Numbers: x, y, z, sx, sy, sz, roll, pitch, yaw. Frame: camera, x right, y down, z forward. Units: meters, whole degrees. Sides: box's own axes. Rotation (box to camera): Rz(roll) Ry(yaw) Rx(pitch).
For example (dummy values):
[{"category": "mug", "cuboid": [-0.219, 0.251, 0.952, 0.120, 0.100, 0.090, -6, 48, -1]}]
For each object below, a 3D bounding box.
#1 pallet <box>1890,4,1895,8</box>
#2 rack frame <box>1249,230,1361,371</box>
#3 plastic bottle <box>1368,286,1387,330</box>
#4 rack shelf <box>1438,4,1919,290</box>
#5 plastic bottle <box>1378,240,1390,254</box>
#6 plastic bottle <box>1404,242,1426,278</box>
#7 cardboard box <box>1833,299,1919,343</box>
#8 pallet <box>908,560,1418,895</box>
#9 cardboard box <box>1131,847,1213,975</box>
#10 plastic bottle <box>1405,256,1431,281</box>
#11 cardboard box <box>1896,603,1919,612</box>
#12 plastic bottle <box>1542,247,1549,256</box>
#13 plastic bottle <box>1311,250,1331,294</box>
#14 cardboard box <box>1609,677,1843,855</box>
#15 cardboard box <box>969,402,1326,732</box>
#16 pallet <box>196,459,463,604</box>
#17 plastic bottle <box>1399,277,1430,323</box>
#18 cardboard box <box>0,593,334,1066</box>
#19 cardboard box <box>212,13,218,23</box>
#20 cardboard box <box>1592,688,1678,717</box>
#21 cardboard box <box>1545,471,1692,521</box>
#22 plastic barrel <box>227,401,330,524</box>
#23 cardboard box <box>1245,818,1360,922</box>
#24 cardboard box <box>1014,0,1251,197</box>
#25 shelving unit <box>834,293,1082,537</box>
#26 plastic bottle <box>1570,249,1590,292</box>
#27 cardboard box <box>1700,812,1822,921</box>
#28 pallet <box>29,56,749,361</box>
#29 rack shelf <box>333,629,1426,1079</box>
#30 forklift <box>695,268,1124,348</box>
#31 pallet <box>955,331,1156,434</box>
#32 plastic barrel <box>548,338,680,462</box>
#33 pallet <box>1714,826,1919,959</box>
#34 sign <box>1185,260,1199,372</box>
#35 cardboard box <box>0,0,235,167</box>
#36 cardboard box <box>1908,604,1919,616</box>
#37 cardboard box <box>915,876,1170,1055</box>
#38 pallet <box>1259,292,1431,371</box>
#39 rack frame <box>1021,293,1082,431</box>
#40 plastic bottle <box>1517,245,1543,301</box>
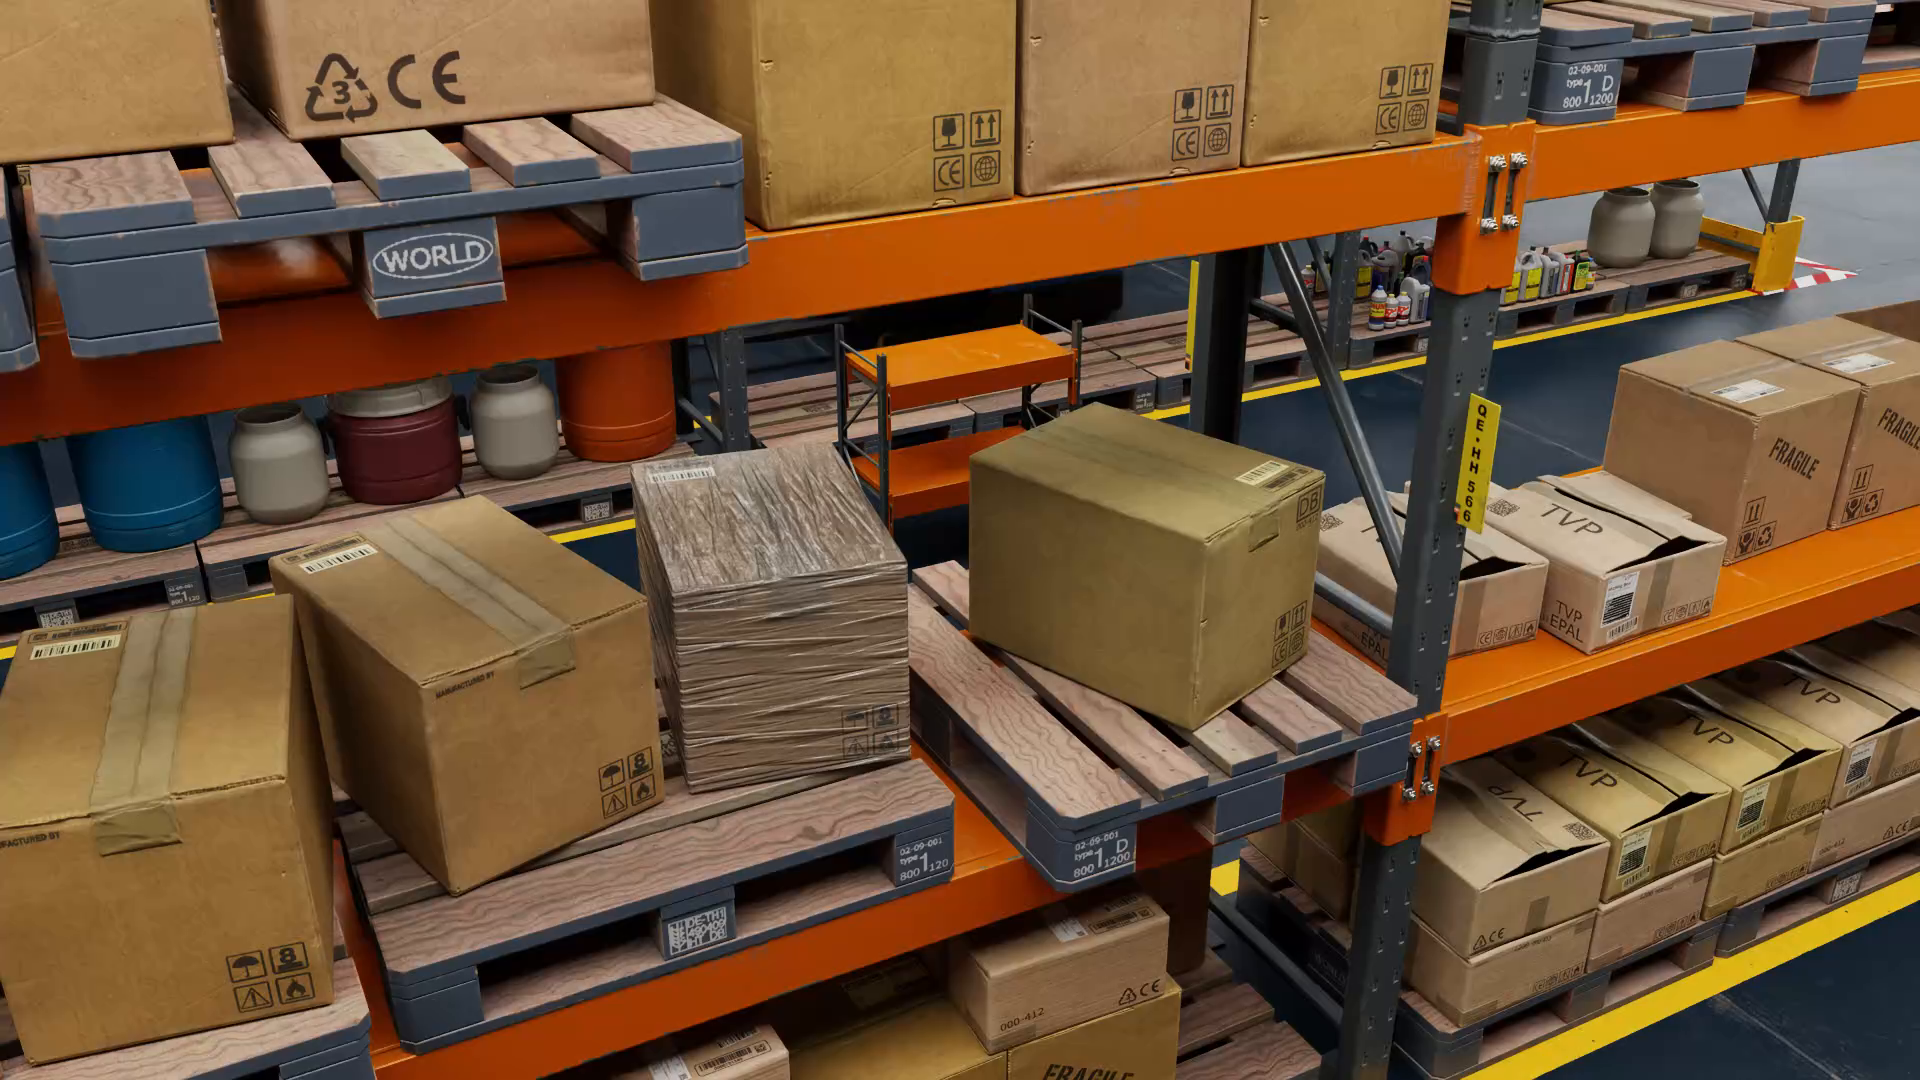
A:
[{"category": "pallet", "cuboid": [3.705, -1.793, 5.274, 1.217, 0.209, 0.805, -14, 29, -27]}, {"category": "rack frame", "cuboid": [2.150, -2.604, 10.208, 0.127, 3.000, 1.000, -13, 29, -25]}, {"category": "plastic bottle", "cuboid": [2.637, -1.470, 10.490, 0.097, 0.271, 0.097, 0, 26, 0]}, {"category": "rack shelf", "cuboid": [2.712, -1.332, 4.924, 4.000, 0.370, 1.077, -13, 29, -25]}, {"category": "plastic bottle", "cuboid": [2.876, -1.907, 11.387, 0.133, 0.283, 0.061, -11, 28, -22]}, {"category": "plastic bottle", "cuboid": [3.107, -1.890, 11.351, 0.133, 0.283, 0.061, -13, 29, -25]}, {"category": "cardboard box", "cuboid": [3.327, -0.499, 5.708, 0.500, 0.500, 0.500, -11, 28, -21]}, {"category": "pallet", "cuboid": [0.383, 0.355, 4.267, 1.003, 0.211, 1.213, -13, 29, -25]}, {"category": "cardboard box", "cuboid": [0.412, 1.015, 5.049, 0.500, 0.500, 0.500, -12, 28, -23]}, {"category": "plastic bottle", "cuboid": [2.989, -1.669, 10.813, 0.185, 0.351, 0.144, -13, 29, -25]}, {"category": "cardboard box", "cuboid": [3.551, 0.175, 6.464, 0.500, 0.311, 0.500, -13, 29, -26]}, {"category": "plastic bottle", "cuboid": [3.979, -1.851, 11.269, 0.133, 0.283, 0.061, -13, 29, -25]}, {"category": "plastic bottle", "cuboid": [2.419, -1.802, 11.167, 0.133, 0.283, 0.061, -11, 28, -23]}, {"category": "cardboard box", "cuboid": [2.459, 0.693, 5.385, 0.500, 0.311, 0.500, -14, 29, -26]}, {"category": "cardboard box", "cuboid": [0.445, 0.040, 4.100, 0.700, 0.500, 0.500, 22, 33, 38]}, {"category": "pallet", "cuboid": [-3.131, -0.109, 8.233, 1.213, 0.211, 1.003, -13, 29, -25]}, {"category": "plastic bottle", "cuboid": [2.909, -1.548, 10.648, 0.135, 0.276, 0.152, -12, 28, -23]}, {"category": "cardboard box", "cuboid": [-1.482, 0.508, 3.125, 0.500, 0.500, 0.700, -8, 27, -17]}, {"category": "cardboard box", "cuboid": [-5.172, -3.519, 11.999, 0.500, 0.500, 0.500, -14, 29, -26]}, {"category": "cardboard box", "cuboid": [2.196, 0.490, 5.808, 0.500, 0.311, 0.500, -13, 29, -25]}, {"category": "cardboard box", "cuboid": [2.046, -0.065, 5.209, 0.250, 0.149, 0.380, -11, 28, -21]}, {"category": "plastic barrel", "cuboid": [-3.256, -0.372, 7.948, 0.421, 0.512, 0.421, 0, 26, 0]}, {"category": "cardboard box", "cuboid": [1.297, 0.953, 5.491, 0.500, 0.250, 0.500, -12, 28, -24]}, {"category": "cardboard box", "cuboid": [0.129, -1.088, 3.470, 0.500, 0.500, 0.910, -13, 29, -25]}, {"category": "shelving unit", "cuboid": [-0.006, -0.506, 8.004, 1.048, 1.125, 0.538, -13, 29, -25]}, {"category": "plastic bottle", "cuboid": [4.170, -1.820, 11.205, 0.133, 0.283, 0.061, -12, 28, -24]}, {"category": "cardboard box", "cuboid": [2.447, 0.948, 5.501, 0.500, 0.250, 0.500, -14, 29, -26]}, {"category": "pallet", "cuboid": [-1.060, -0.668, 2.927, 1.003, 0.211, 1.213, -13, 29, -25]}, {"category": "rack shelf", "cuboid": [-0.817, 0.835, 3.877, 4.000, 0.370, 1.077, -13, 29, -25]}, {"category": "forklift", "cuboid": [-0.428, -2.751, 10.593, 3.031, 2.935, 1.130, -13, 28, -25]}, {"category": "pallet", "cuboid": [0.397, -0.922, 9.926, 1.213, 0.211, 1.003, -13, 29, -25]}, {"category": "plastic barrel", "cuboid": [-1.804, -0.894, 8.669, 0.708, 0.830, 0.600, -13, 29, -25]}, {"category": "pallet", "cuboid": [2.768, 0.961, 6.005, 1.213, 0.211, 1.003, -13, 29, -25]}, {"category": "sign", "cuboid": [0.684, -0.630, 4.759, 0.005, 0.325, 0.100, -13, 29, -25]}, {"category": "cardboard box", "cuboid": [-1.524, -0.933, 2.546, 0.600, 0.600, 0.600, -13, 29, -26]}, {"category": "cardboard box", "cuboid": [3.799, 0.386, 6.023, 0.500, 0.311, 0.500, -12, 28, -24]}, {"category": "cardboard box", "cuboid": [0.185, 0.987, 4.242, 0.500, 0.250, 0.500, -12, 28, -23]}, {"category": "pallet", "cuboid": [2.762, -1.468, 11.063, 1.213, 0.211, 1.003, -13, 29, -25]}, {"category": "rack frame", "cuboid": [0.443, -0.609, 8.219, 0.032, 1.125, 0.500, -13, 29, -25]}, {"category": "plastic bottle", "cuboid": [3.763, -1.777, 11.038, 0.185, 0.351, 0.144, -12, 28, -23]}]
